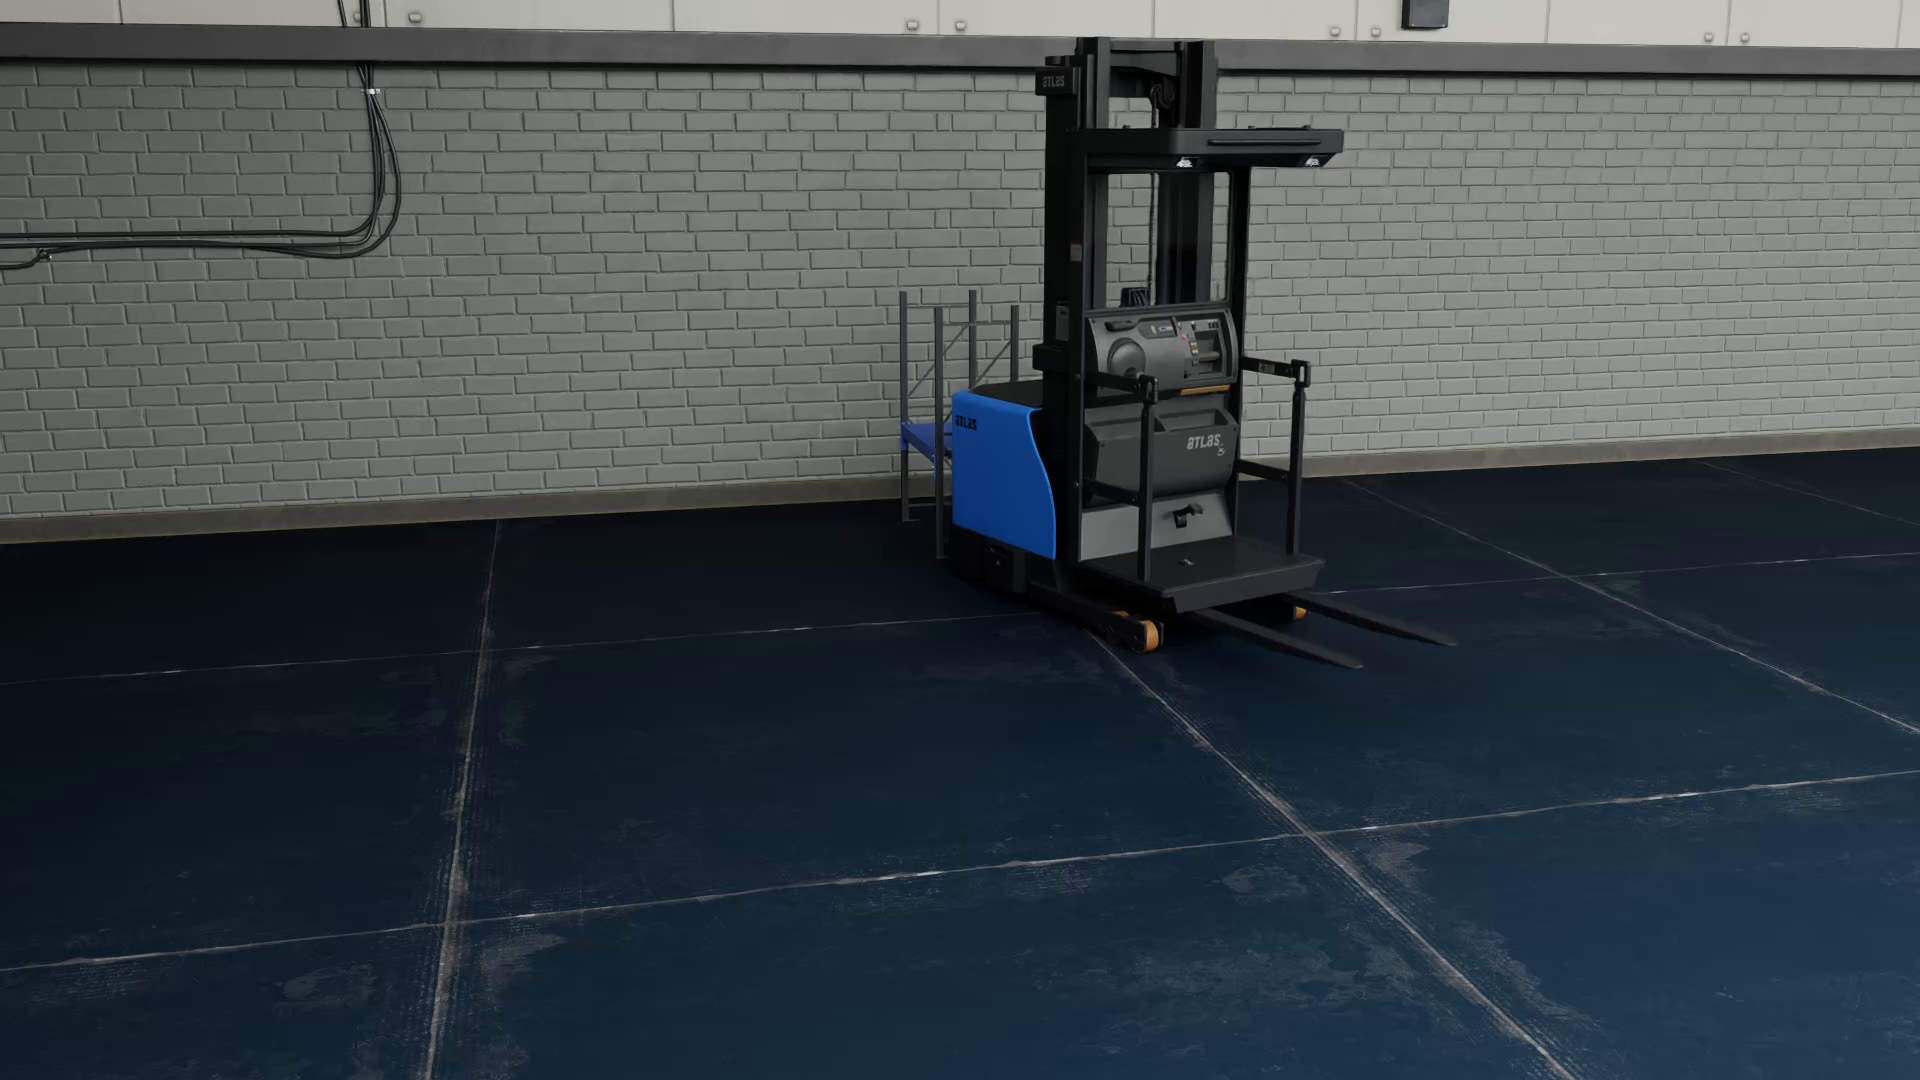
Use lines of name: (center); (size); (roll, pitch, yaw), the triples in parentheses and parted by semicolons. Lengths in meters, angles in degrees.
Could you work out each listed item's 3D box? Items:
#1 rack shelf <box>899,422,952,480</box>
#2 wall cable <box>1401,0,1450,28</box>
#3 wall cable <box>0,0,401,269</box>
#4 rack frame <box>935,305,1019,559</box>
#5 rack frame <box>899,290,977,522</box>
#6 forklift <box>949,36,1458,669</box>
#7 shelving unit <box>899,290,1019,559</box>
rack shelf: (-0.020, -0.574, 10.372); (0.538, 0.185, 1.000); (-3, 14, -13)
wall cable: (4.245, -6.572, 11.200); (2.305, 6.003, 0.169); (-3, 14, -13)
wall cable: (-4.987, -2.886, 9.821); (3.097, 2.526, 0.112); (-3, 14, -13)
rack frame: (0.099, -0.631, 9.850); (0.500, 1.500, 0.032); (-3, 14, -13)
rack frame: (-0.139, -0.866, 10.810); (0.500, 1.500, 0.032); (-3, 14, -13)
forklift: (1.163, -0.995, 8.326); (1.130, 2.935, 3.031); (-9, 16, -32)
shelving unit: (-0.020, -0.748, 10.330); (0.538, 1.500, 1.048); (-3, 14, -13)
